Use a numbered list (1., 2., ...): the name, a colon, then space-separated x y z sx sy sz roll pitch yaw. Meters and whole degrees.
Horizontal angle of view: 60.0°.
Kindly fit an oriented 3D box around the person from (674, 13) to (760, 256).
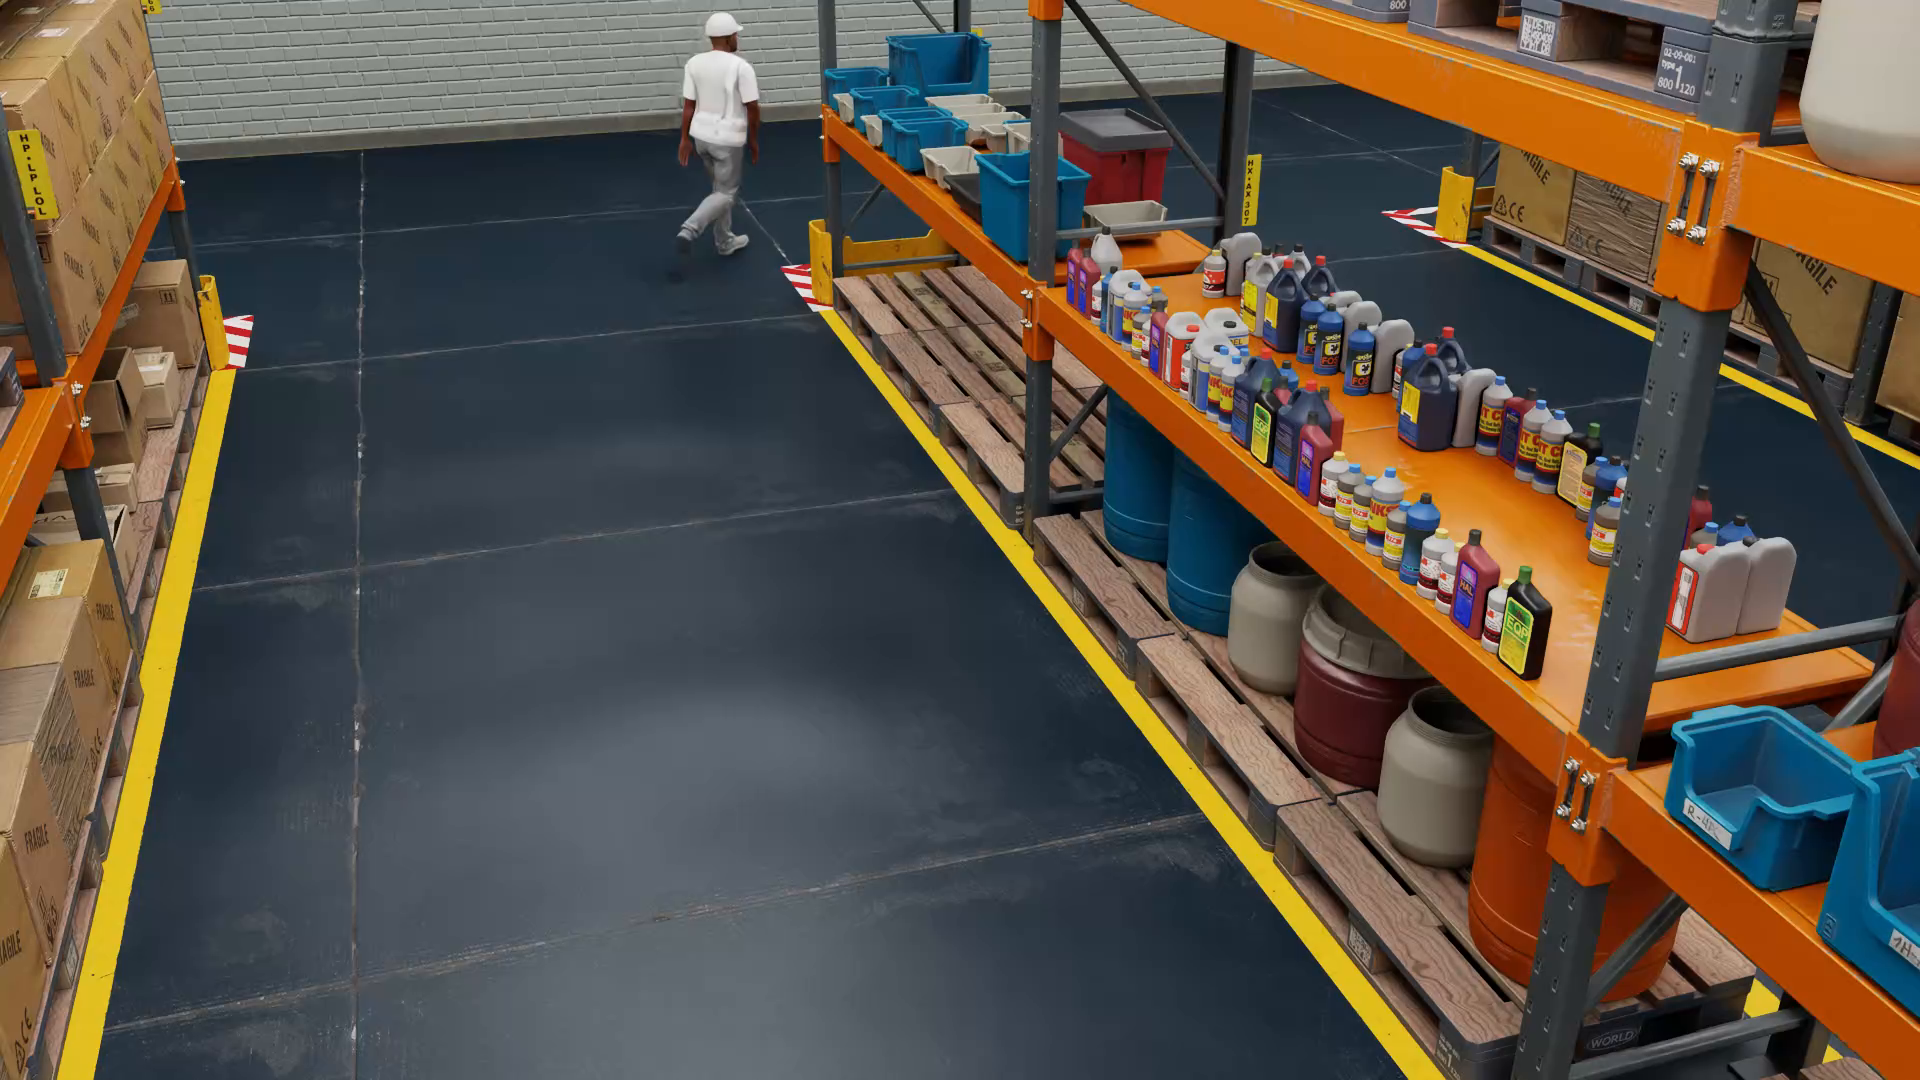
1. person: -1.737 -2.831 11.855 0.604 1.744 0.813 13 29 24
